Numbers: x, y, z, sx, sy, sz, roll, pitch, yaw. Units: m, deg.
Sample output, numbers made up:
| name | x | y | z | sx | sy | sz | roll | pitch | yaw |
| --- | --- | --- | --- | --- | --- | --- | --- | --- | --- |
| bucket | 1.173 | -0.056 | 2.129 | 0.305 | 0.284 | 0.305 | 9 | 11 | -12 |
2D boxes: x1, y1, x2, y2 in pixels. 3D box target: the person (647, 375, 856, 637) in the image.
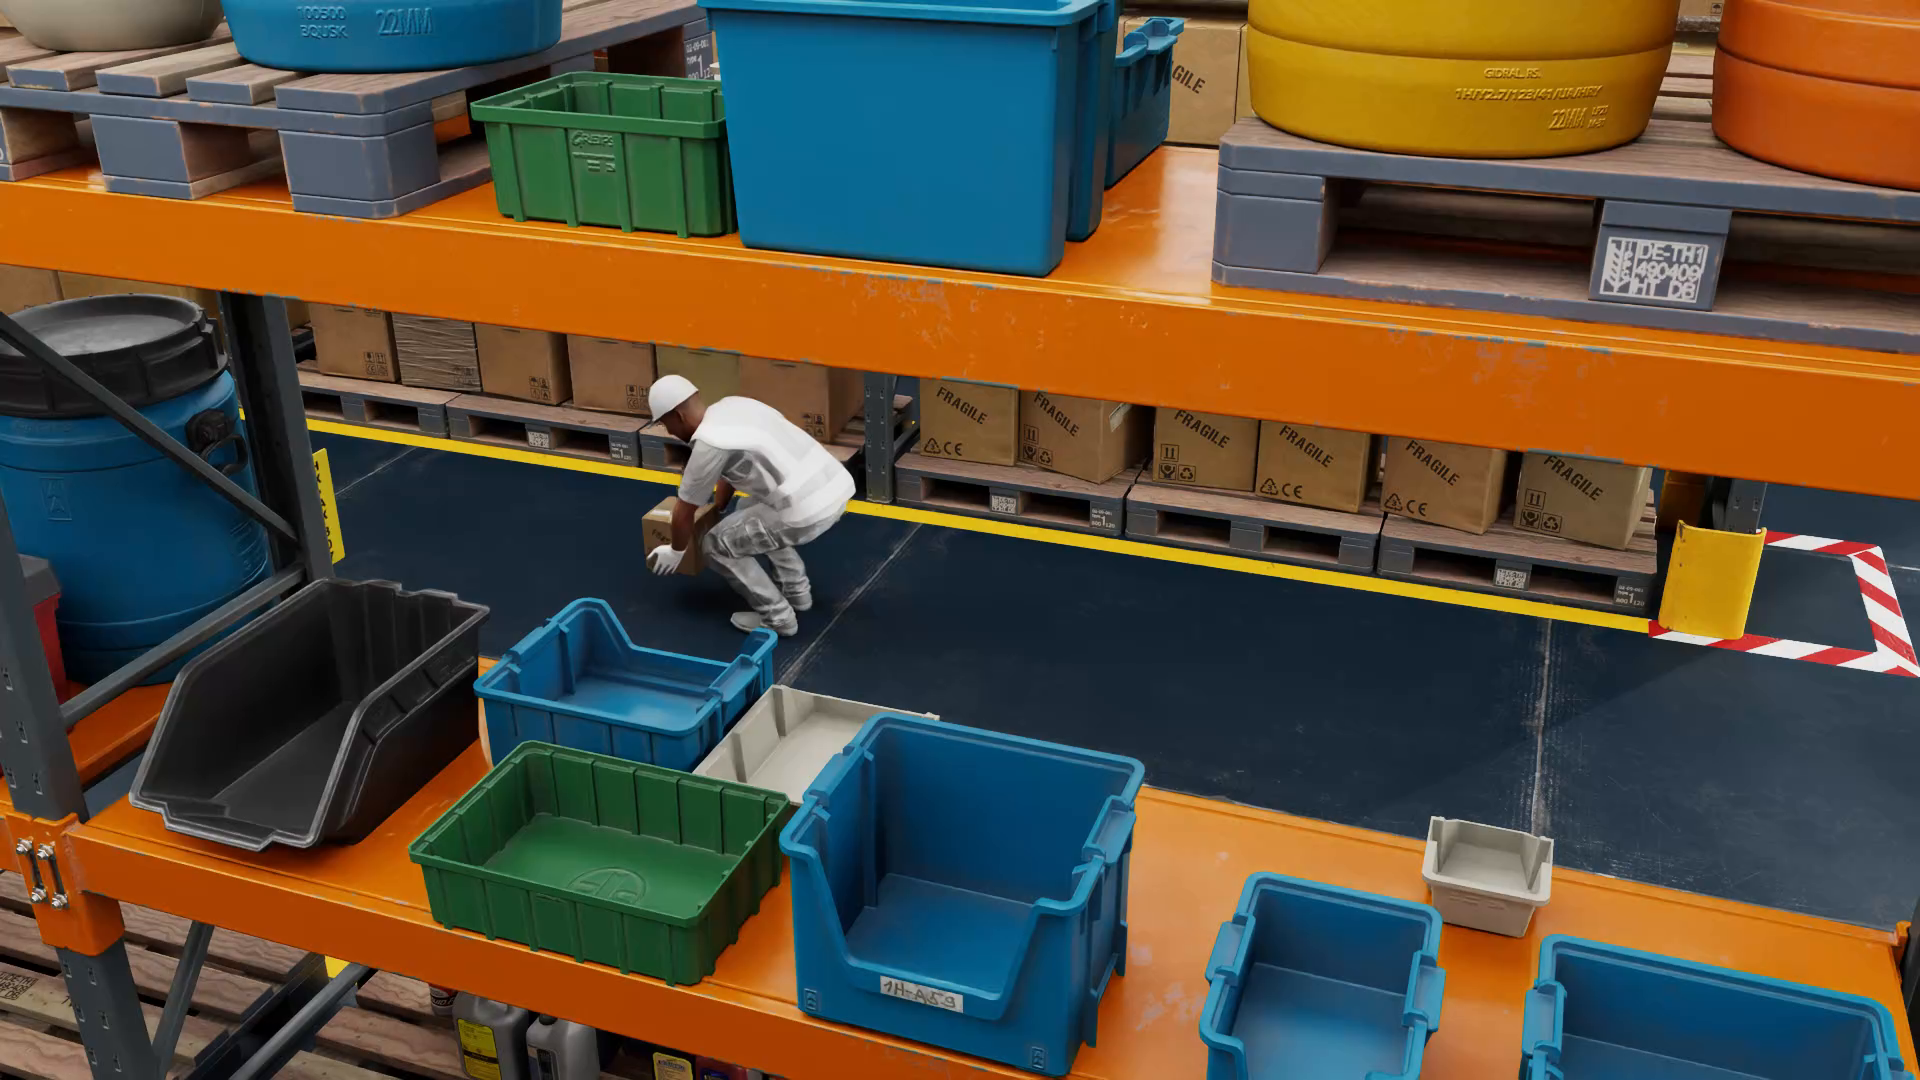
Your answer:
| name | x | y | z | sx | sy | sz | roll | pitch | yaw |
| --- | --- | --- | --- | --- | --- | --- | --- | --- | --- |
| person | -0.907 | -0.151 | 7.190 | 0.869 | 1.111 | 0.585 | 9 | 27 | 17 |
